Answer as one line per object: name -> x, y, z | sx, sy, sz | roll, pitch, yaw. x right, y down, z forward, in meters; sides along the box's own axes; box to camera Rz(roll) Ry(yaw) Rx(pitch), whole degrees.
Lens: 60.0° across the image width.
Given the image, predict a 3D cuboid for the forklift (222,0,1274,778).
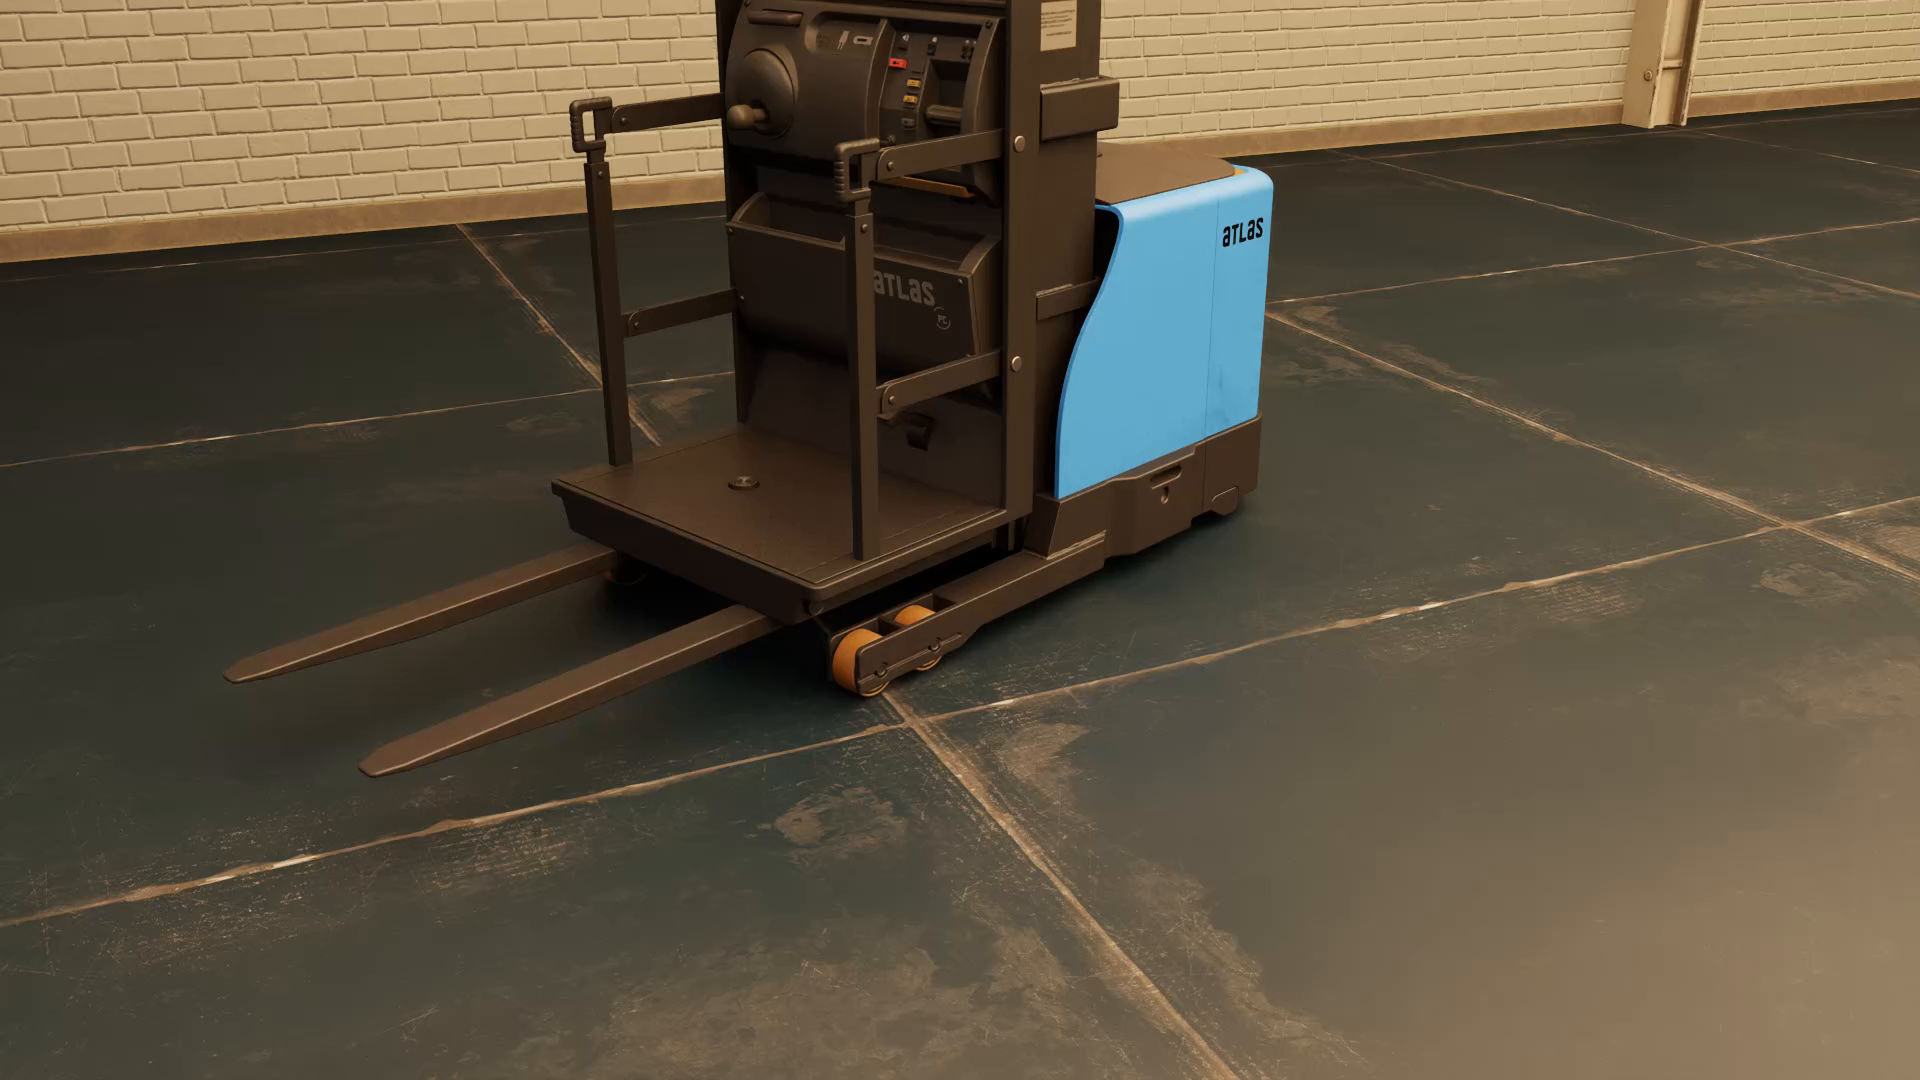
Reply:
forklift -> -0.413, -1.182, 4.131 | 1.130, 2.935, 3.031 | 19, 29, 39
